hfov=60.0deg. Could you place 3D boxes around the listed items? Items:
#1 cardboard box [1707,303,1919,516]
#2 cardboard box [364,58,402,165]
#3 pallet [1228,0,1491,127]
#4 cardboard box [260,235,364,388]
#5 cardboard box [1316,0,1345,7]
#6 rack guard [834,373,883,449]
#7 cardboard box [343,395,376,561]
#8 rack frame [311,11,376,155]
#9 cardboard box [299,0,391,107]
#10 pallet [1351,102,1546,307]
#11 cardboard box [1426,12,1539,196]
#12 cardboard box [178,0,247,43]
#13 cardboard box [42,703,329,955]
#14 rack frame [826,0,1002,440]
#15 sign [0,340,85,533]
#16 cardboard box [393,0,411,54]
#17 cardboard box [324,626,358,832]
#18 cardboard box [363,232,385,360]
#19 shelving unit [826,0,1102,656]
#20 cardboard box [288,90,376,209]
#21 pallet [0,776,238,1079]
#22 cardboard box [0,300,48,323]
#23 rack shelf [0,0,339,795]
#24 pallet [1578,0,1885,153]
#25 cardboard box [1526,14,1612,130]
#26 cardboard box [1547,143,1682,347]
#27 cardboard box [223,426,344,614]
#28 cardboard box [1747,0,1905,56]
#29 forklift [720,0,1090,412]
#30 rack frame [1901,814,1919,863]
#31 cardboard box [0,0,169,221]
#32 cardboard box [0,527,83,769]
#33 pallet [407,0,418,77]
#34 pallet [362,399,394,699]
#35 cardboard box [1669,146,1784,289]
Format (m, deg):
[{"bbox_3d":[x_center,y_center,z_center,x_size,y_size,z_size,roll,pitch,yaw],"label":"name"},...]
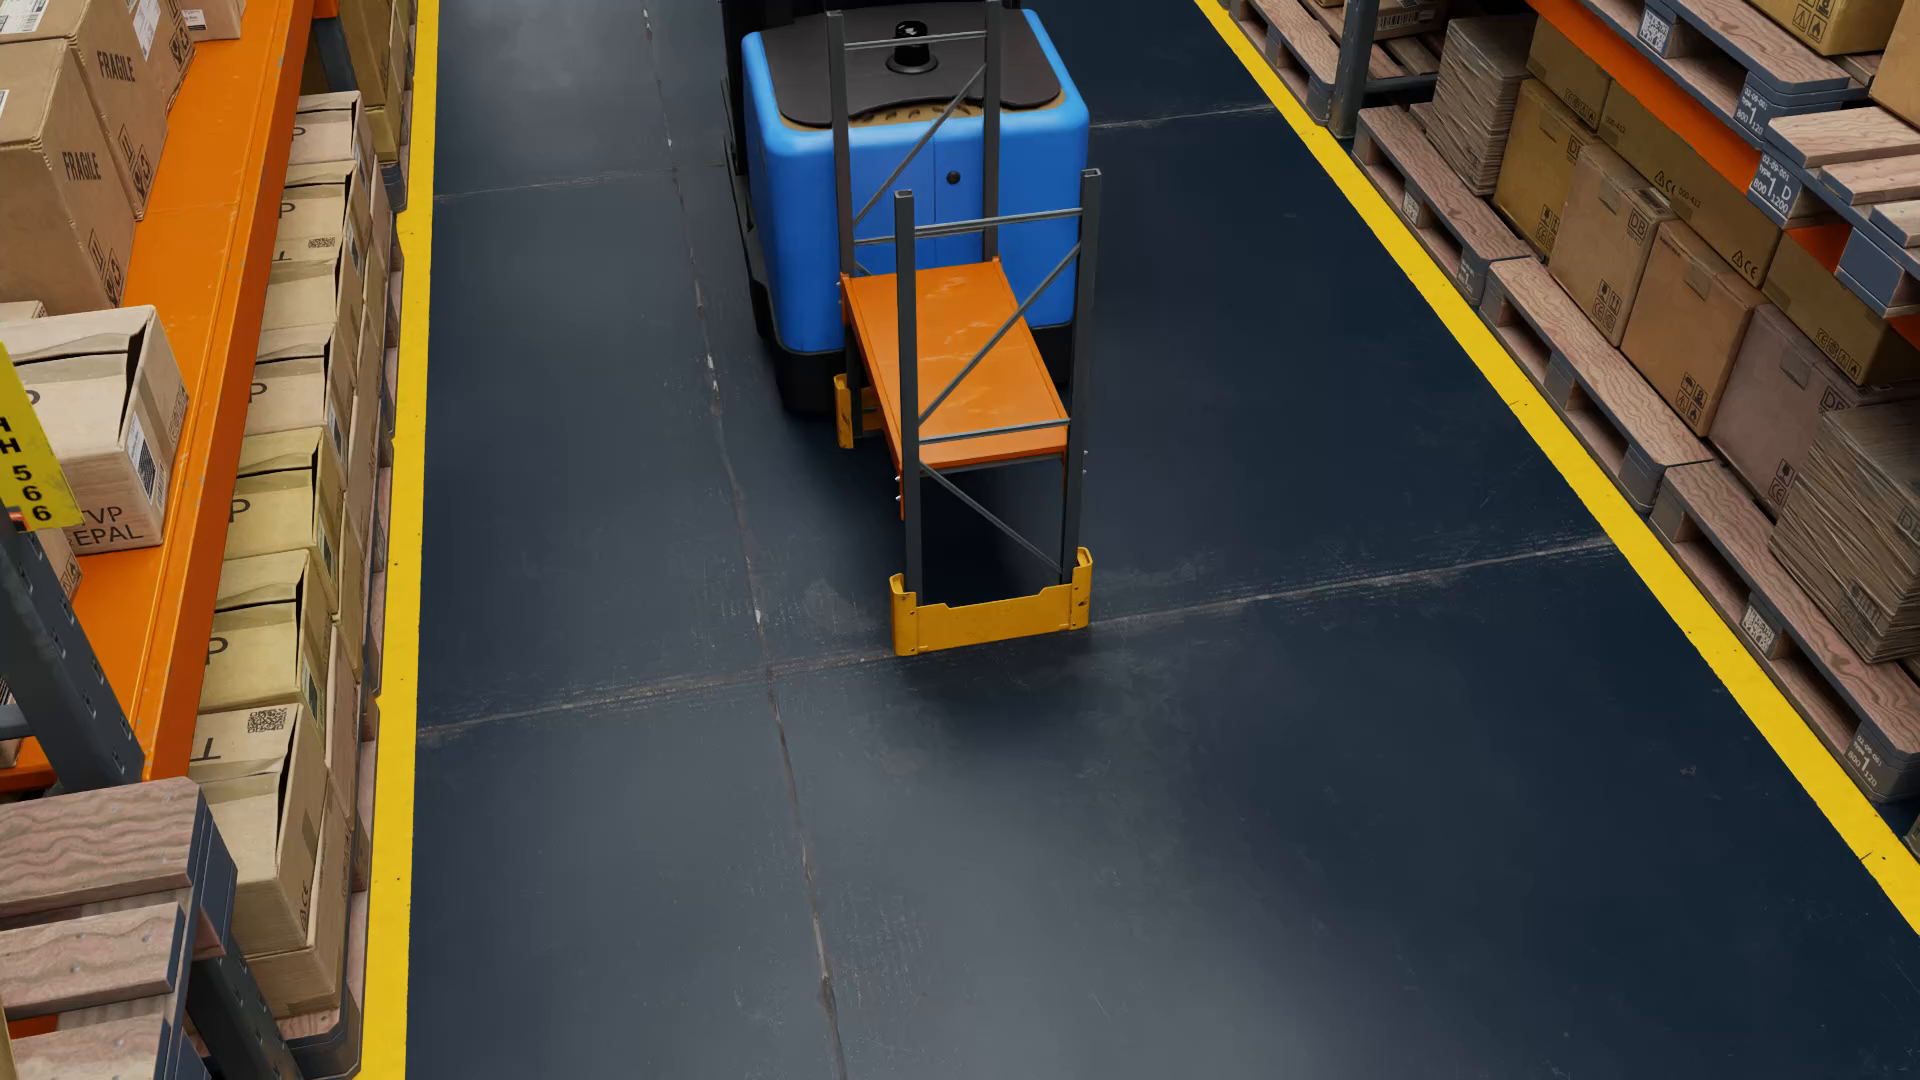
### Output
[{"bbox_3d":[2.767,-0.404,4.997,0.700,0.500,0.500,-8,42,-9],"label":"cardboard box"},{"bbox_3d":[-2.533,-1.718,6.681,0.500,0.250,0.500,-8,42,-9],"label":"cardboard box"},{"bbox_3d":[1.928,-2.345,7.733,1.003,0.211,1.213,-8,42,-9],"label":"pallet"},{"bbox_3d":[-2.138,-0.702,5.114,0.500,0.311,0.500,-8,42,-9],"label":"cardboard box"},{"bbox_3d":[1.844,-2.854,7.757,0.500,0.500,0.500,-11,43,-12],"label":"cardboard box"},{"bbox_3d":[-0.124,-0.466,5.586,0.587,0.250,0.087,-8,42,-9],"label":"rack guard"},{"bbox_3d":[-2.030,-0.157,4.922,0.500,0.250,0.500,-8,42,-8],"label":"cardboard box"},{"bbox_3d":[-2.729,-2.245,5.520,1.000,3.000,0.127,-8,42,-9],"label":"rack frame"},{"bbox_3d":[-2.523,-2.000,6.433,0.500,0.500,0.500,-8,42,-9],"label":"cardboard box"},{"bbox_3d":[2.277,-1.410,6.680,1.003,0.211,1.213,-8,42,-9],"label":"pallet"},{"bbox_3d":[2.282,-1.712,6.471,0.700,0.500,0.500,-7,42,-8],"label":"cardboard box"},{"bbox_3d":[-2.360,-1.651,4.952,0.396,0.266,0.258,-9,42,-10],"label":"cardboard box"},{"bbox_3d":[-1.692,0.628,3.616,0.500,0.311,0.500,-7,42,-8],"label":"cardboard box"},{"bbox_3d":[-0.128,-0.946,5.186,0.500,1.500,0.032,-8,42,-9],"label":"rack frame"},{"bbox_3d":[-1.338,-0.140,2.335,0.100,0.325,0.005,-8,42,-9],"label":"sign"},{"bbox_3d":[-2.739,-2.368,7.413,0.500,0.250,0.500,-8,42,-9],"label":"cardboard box"},{"bbox_3d":[-1.801,0.512,4.169,0.500,0.250,0.500,-9,42,-10],"label":"cardboard box"},{"bbox_3d":[-2.249,-0.819,5.668,0.500,0.250,0.500,-9,42,-10],"label":"cardboard box"},{"bbox_3d":[-0.016,-0.610,4.808,0.587,1.500,1.083,-8,42,-9],"label":"shelving unit"},{"bbox_3d":[-2.362,-1.362,5.858,0.500,0.311,0.500,-8,42,-9],"label":"cardboard box"},{"bbox_3d":[-1.651,0.849,2.179,1.213,0.211,1.003,-8,42,-9],"label":"pallet"},{"bbox_3d":[-2.196,-0.377,3.604,0.380,0.149,0.250,-5,42,-6],"label":"cardboard box"},{"bbox_3d":[-2.297,-0.680,4.298,1.077,0.370,4.000,-8,42,-9],"label":"rack shelf"},{"bbox_3d":[2.503,-1.570,4.904,1.003,0.211,1.213,-8,42,-9],"label":"pallet"},{"bbox_3d":[2.381,-1.708,5.901,0.500,0.250,0.500,-9,42,-10],"label":"cardboard box"},{"bbox_3d":[2.514,-1.048,5.723,0.700,0.500,0.500,-8,42,-9],"label":"cardboard box"},{"bbox_3d":[-1.921,-0.043,4.371,0.500,0.311,0.500,-9,42,-10],"label":"cardboard box"},{"bbox_3d":[2.569,-1.674,4.470,0.700,0.500,0.500,-8,42,-9],"label":"cardboard box"},{"bbox_3d":[-0.368,-2.514,5.875,1.130,2.935,3.031,-7,42,-8],"label":"forklift"},{"bbox_3d":[2.971,-0.365,3.401,1.000,3.000,0.127,-8,42,-9],"label":"rack frame"},{"bbox_3d":[-2.357,-1.116,4.173,0.500,0.500,0.500,-8,42,-9],"label":"cardboard box"},{"bbox_3d":[-1.901,0.139,2.901,0.500,0.311,0.500,-6,42,-7],"label":"cardboard box"},{"bbox_3d":[-3.126,-2.516,7.926,1.003,0.211,1.213,-8,42,-9],"label":"pallet"},{"bbox_3d":[-2.265,0.062,5.021,1.003,0.211,1.213,-8,42,-9],"label":"pallet"},{"bbox_3d":[2.587,-1.045,5.155,0.500,0.250,0.500,-9,42,-9],"label":"cardboard box"}]
